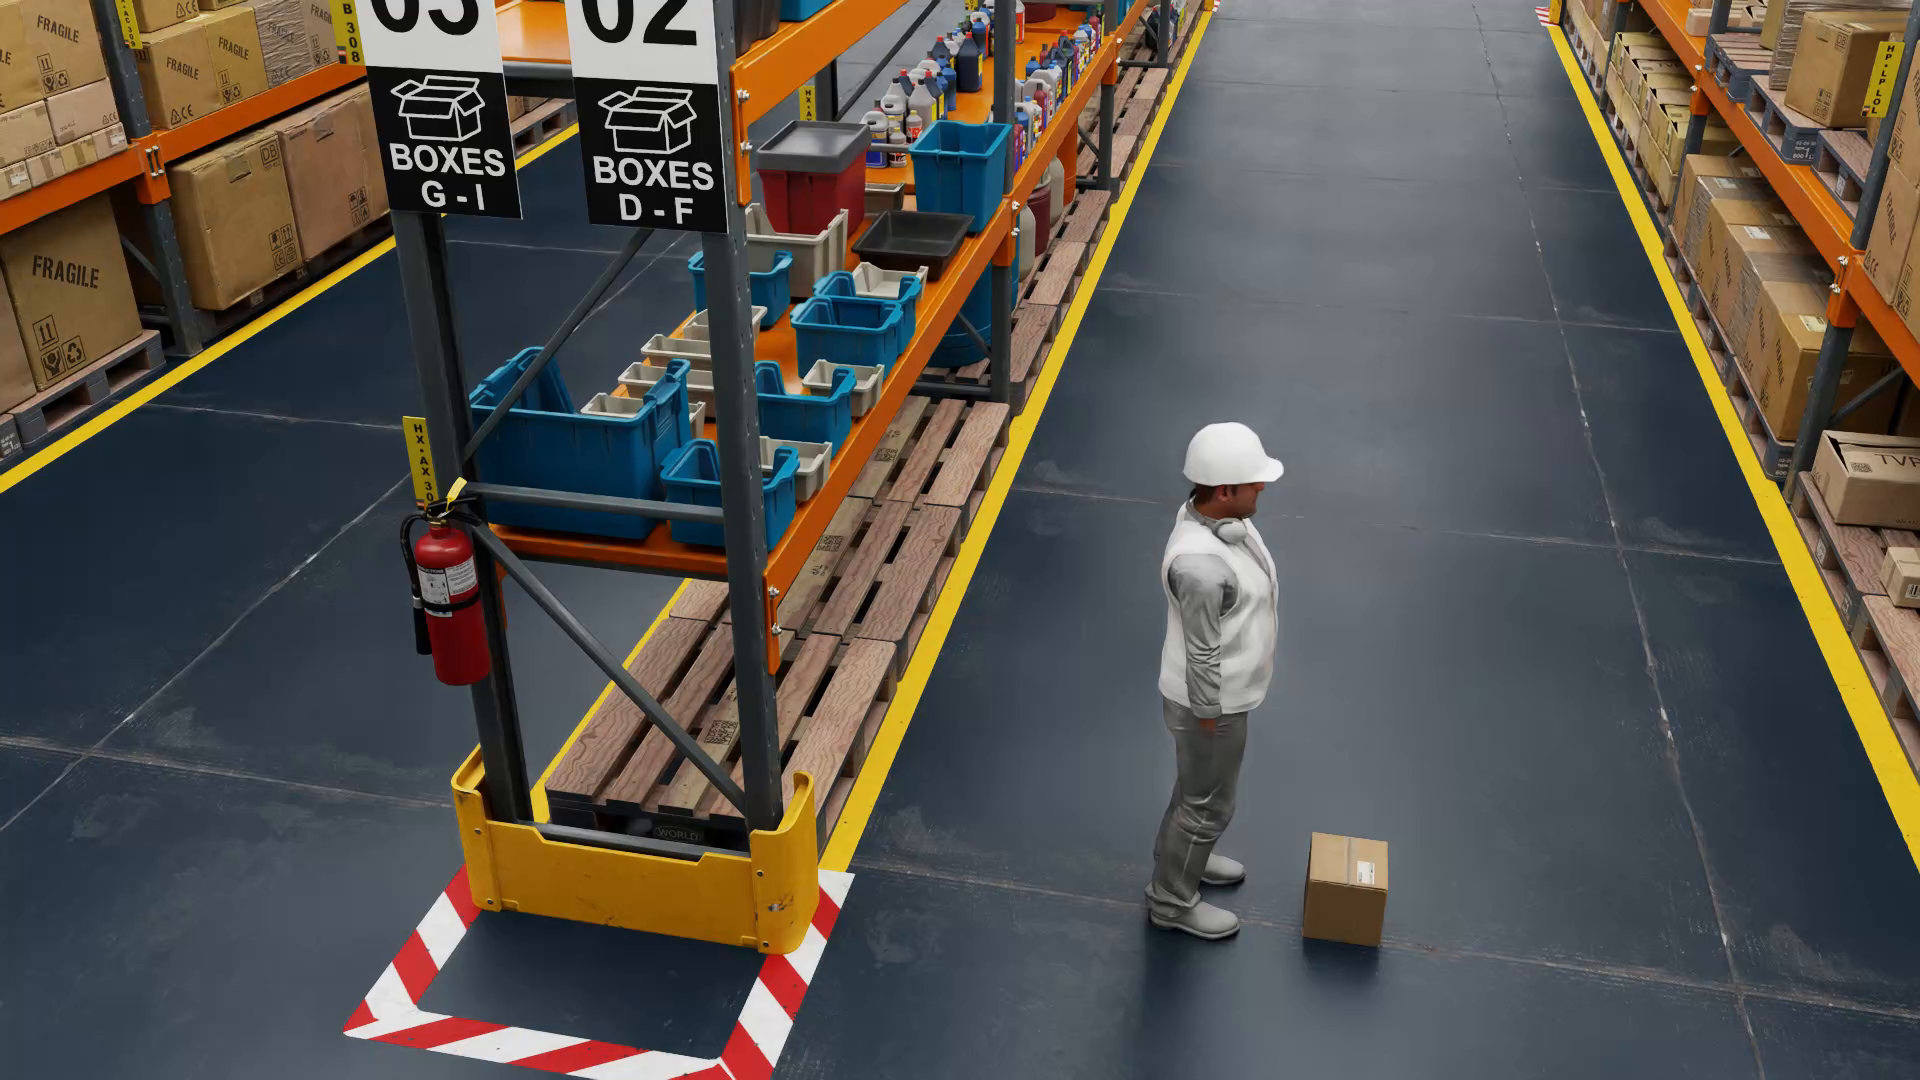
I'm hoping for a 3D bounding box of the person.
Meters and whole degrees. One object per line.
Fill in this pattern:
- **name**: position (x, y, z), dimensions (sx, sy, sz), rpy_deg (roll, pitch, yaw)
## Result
- **person**: position (0.812, 0.442, 5.297), dimensions (0.360, 1.767, 0.532), rpy_deg (7, 29, 12)
